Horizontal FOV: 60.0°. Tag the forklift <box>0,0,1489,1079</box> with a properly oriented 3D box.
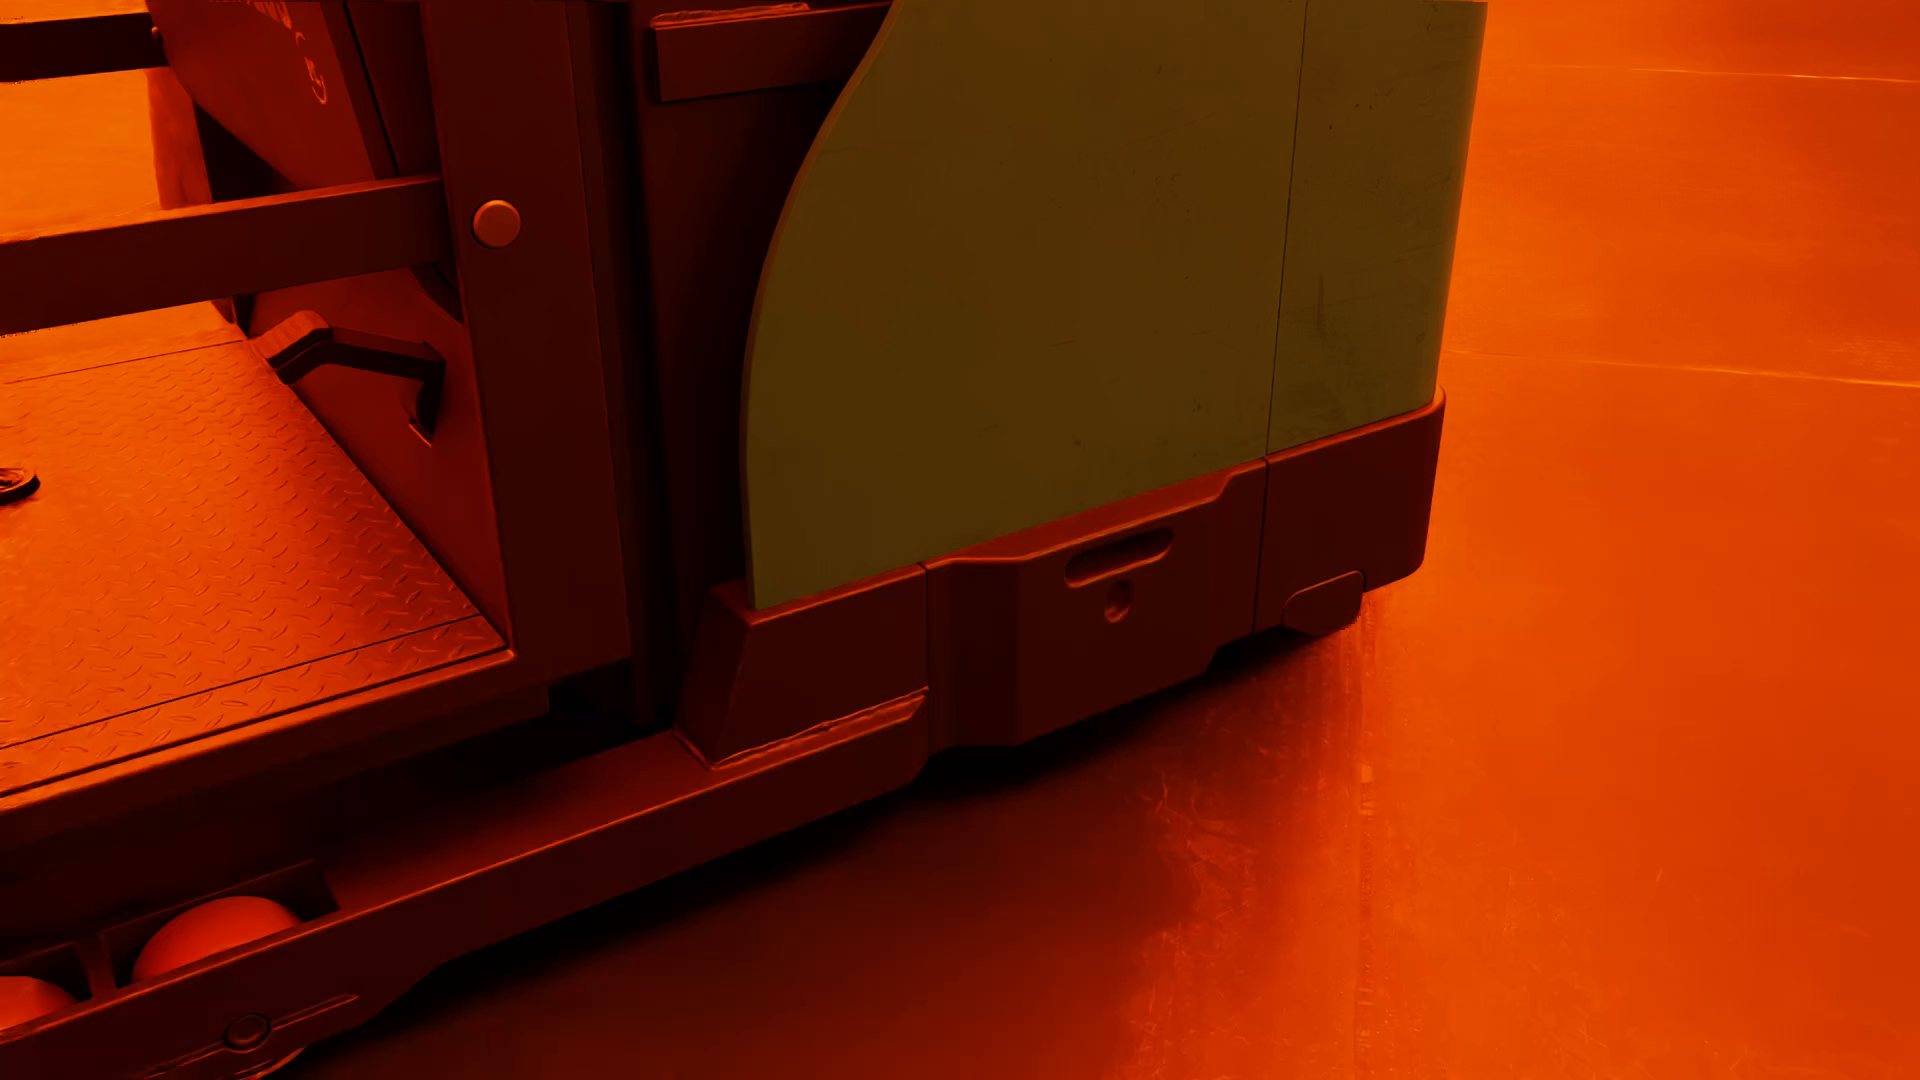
[{"bbox_3d":[-0.866,-1.035,1.298,3.031,2.935,1.130,-17,31,-30],"label":"forklift"}]

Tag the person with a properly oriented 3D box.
[{"bbox_3d":[-1.029,-0.937,2.651,0.806,1.533,0.696,19,33,33],"label":"person"}]
